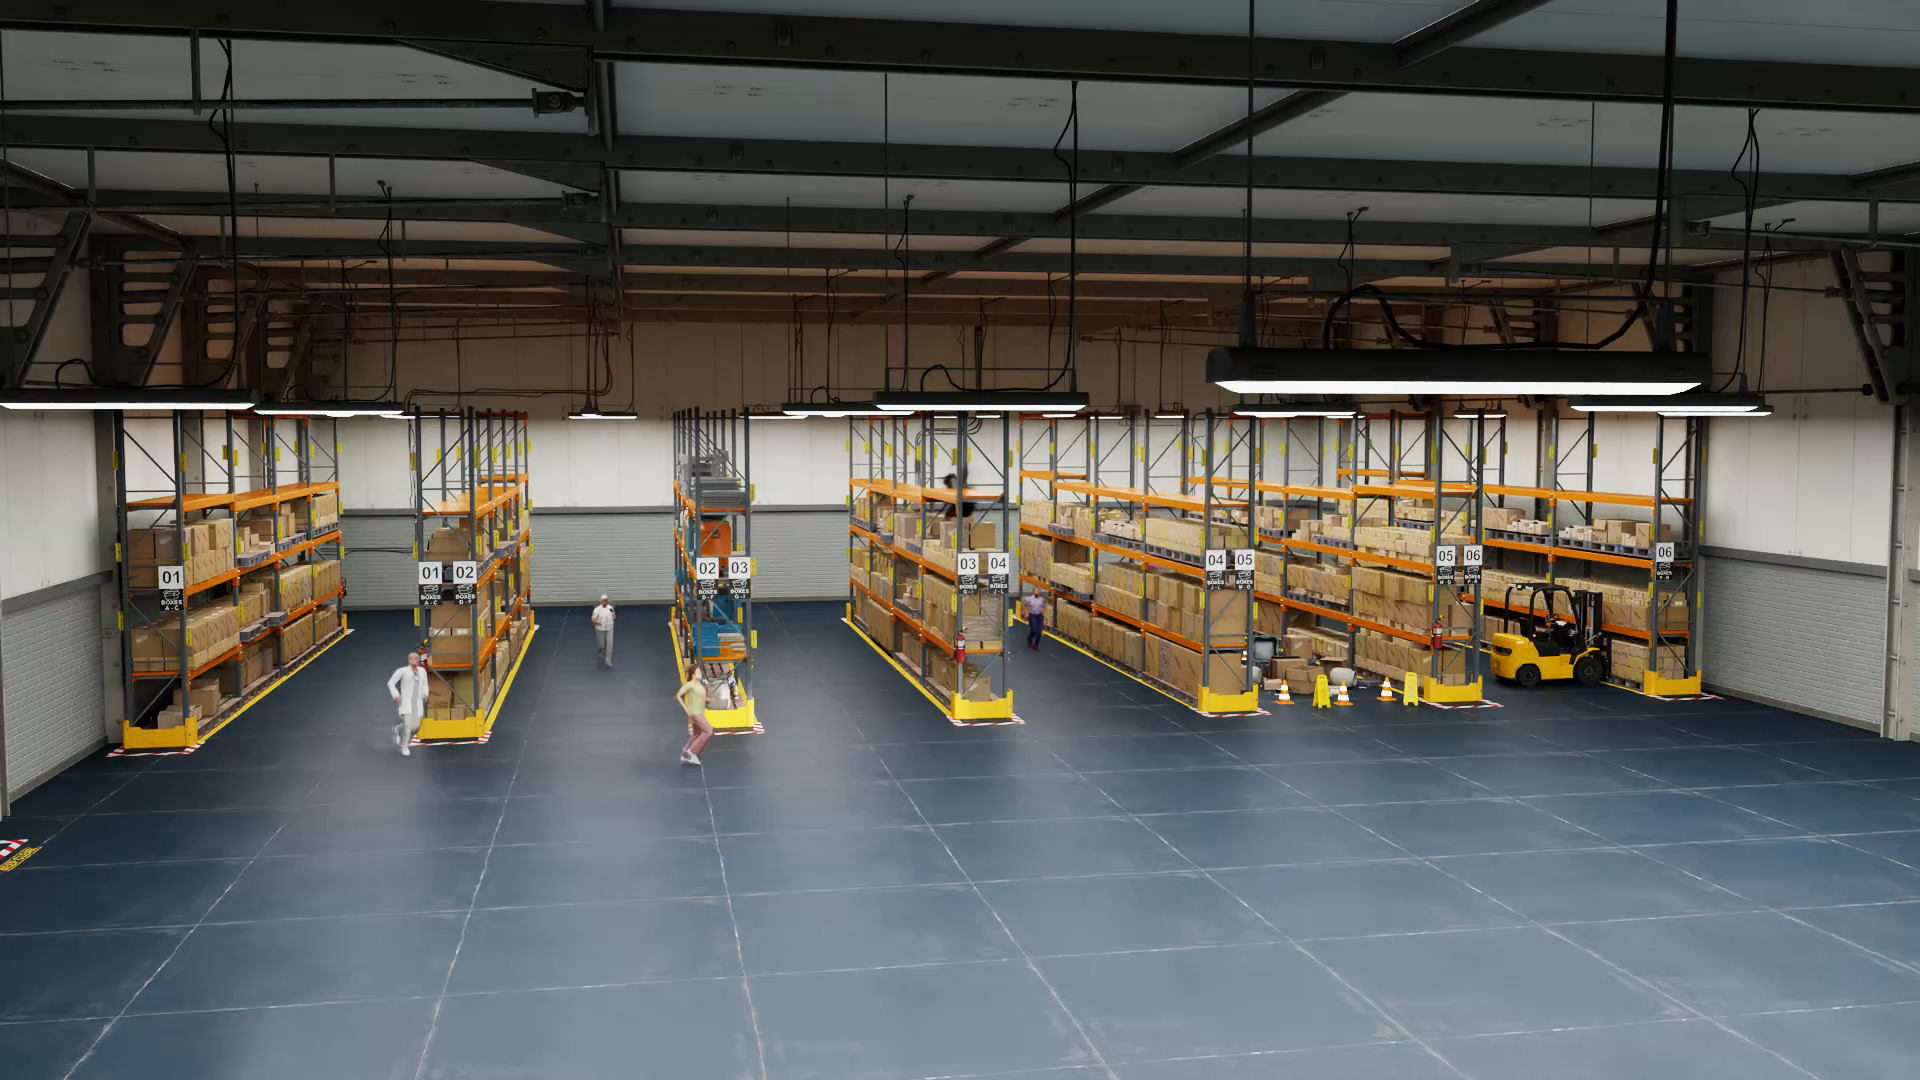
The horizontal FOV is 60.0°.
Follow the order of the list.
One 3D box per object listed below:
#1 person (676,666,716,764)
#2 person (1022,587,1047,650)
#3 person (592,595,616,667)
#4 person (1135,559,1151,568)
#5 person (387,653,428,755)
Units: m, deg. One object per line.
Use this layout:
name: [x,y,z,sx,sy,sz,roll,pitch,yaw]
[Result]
person: [-4.373,2.912,27.725,0.632,1.638,0.561,1,4,12]
person: [1.898,1.967,41.461,0.593,1.606,0.567,-1,4,-16]
person: [-8.358,2.124,39.119,0.607,1.658,0.849,-2,4,-25]
person: [5.523,1.245,50.672,0.899,1.813,0.713,0,4,-5]
person: [-9.578,2.828,28.916,0.702,1.742,0.759,4,5,42]
